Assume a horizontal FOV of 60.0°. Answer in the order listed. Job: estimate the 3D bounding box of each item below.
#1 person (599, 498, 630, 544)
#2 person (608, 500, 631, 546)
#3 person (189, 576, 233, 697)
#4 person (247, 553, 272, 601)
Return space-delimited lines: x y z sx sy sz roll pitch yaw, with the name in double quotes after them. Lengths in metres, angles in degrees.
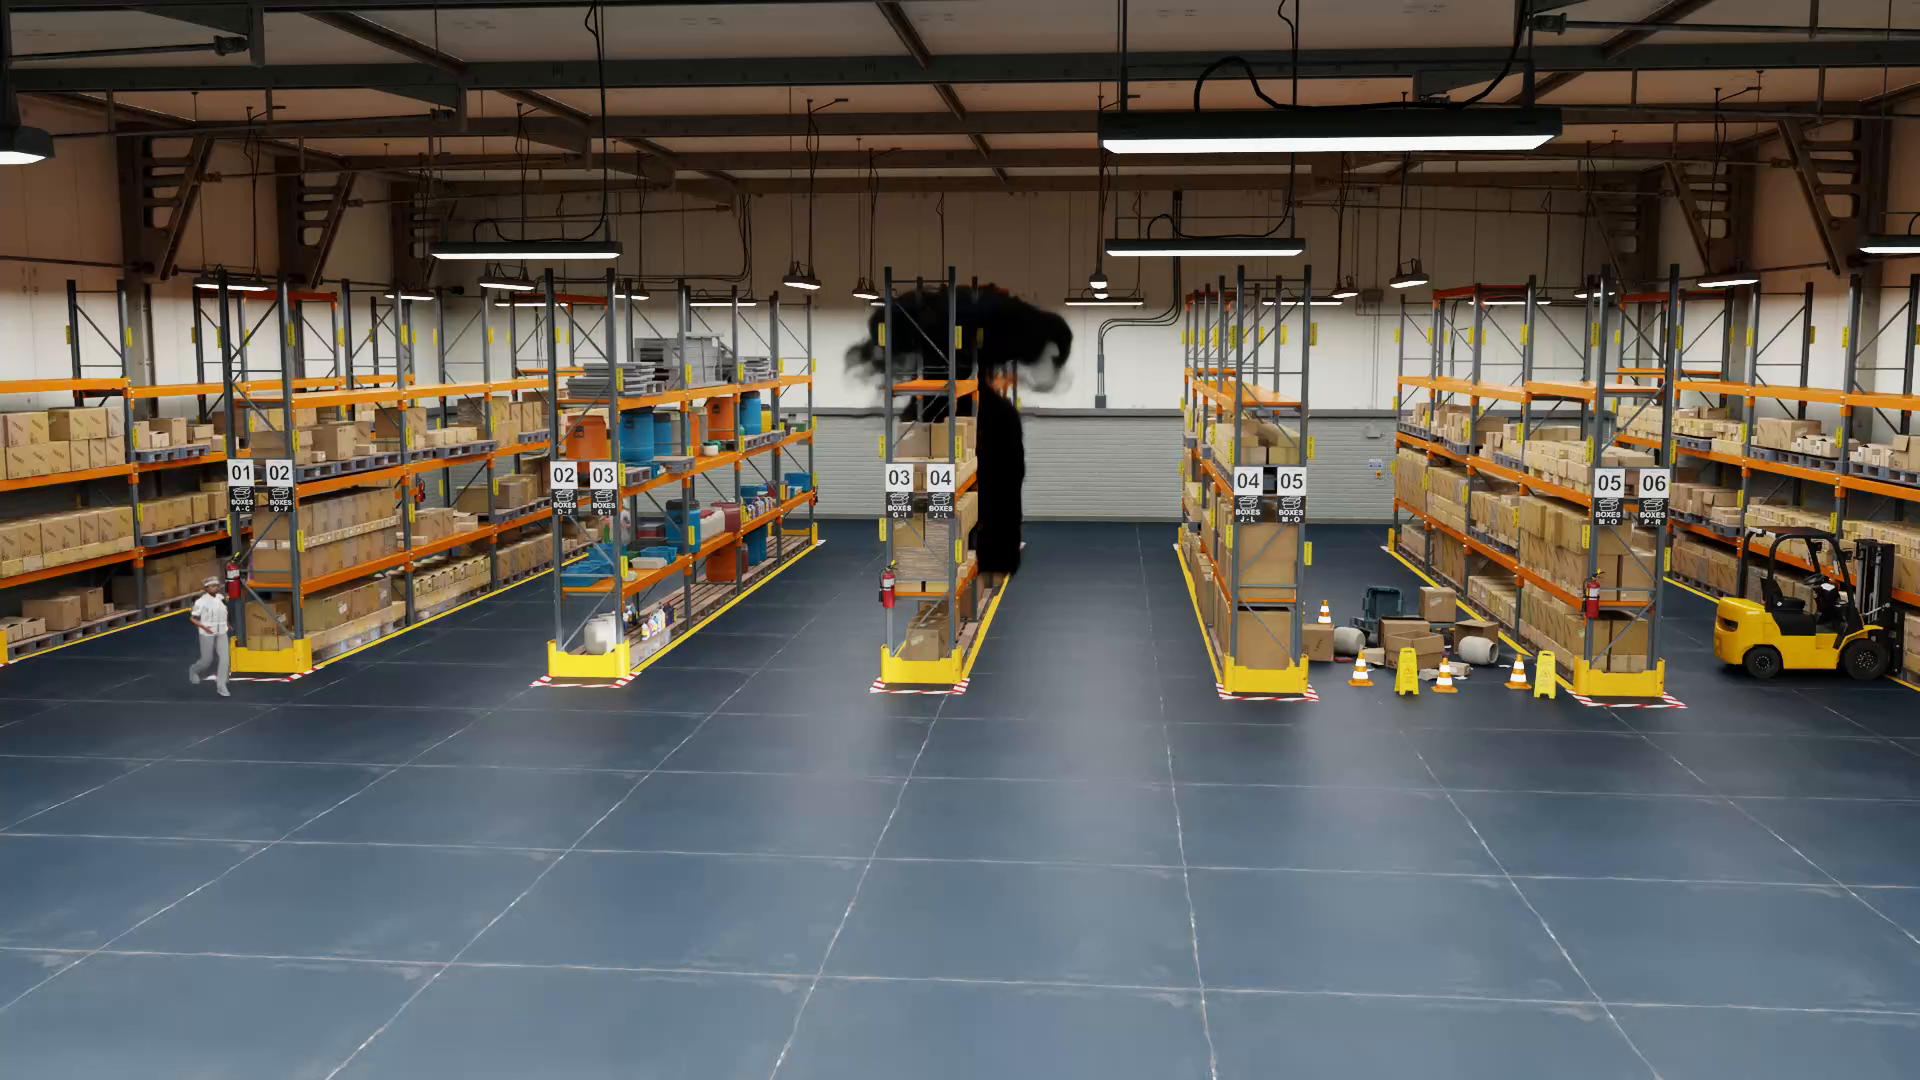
-7.303 -0.334 35.061 0.656 1.742 0.582 0 7 0 "person"
-6.476 0.026 31.730 0.549 1.713 0.826 0 7 2 "person"
-10.552 1.340 23.501 0.884 1.673 0.609 5 9 36 "person"
-11.932 0.835 28.442 0.560 1.491 0.780 0 7 4 "person"
